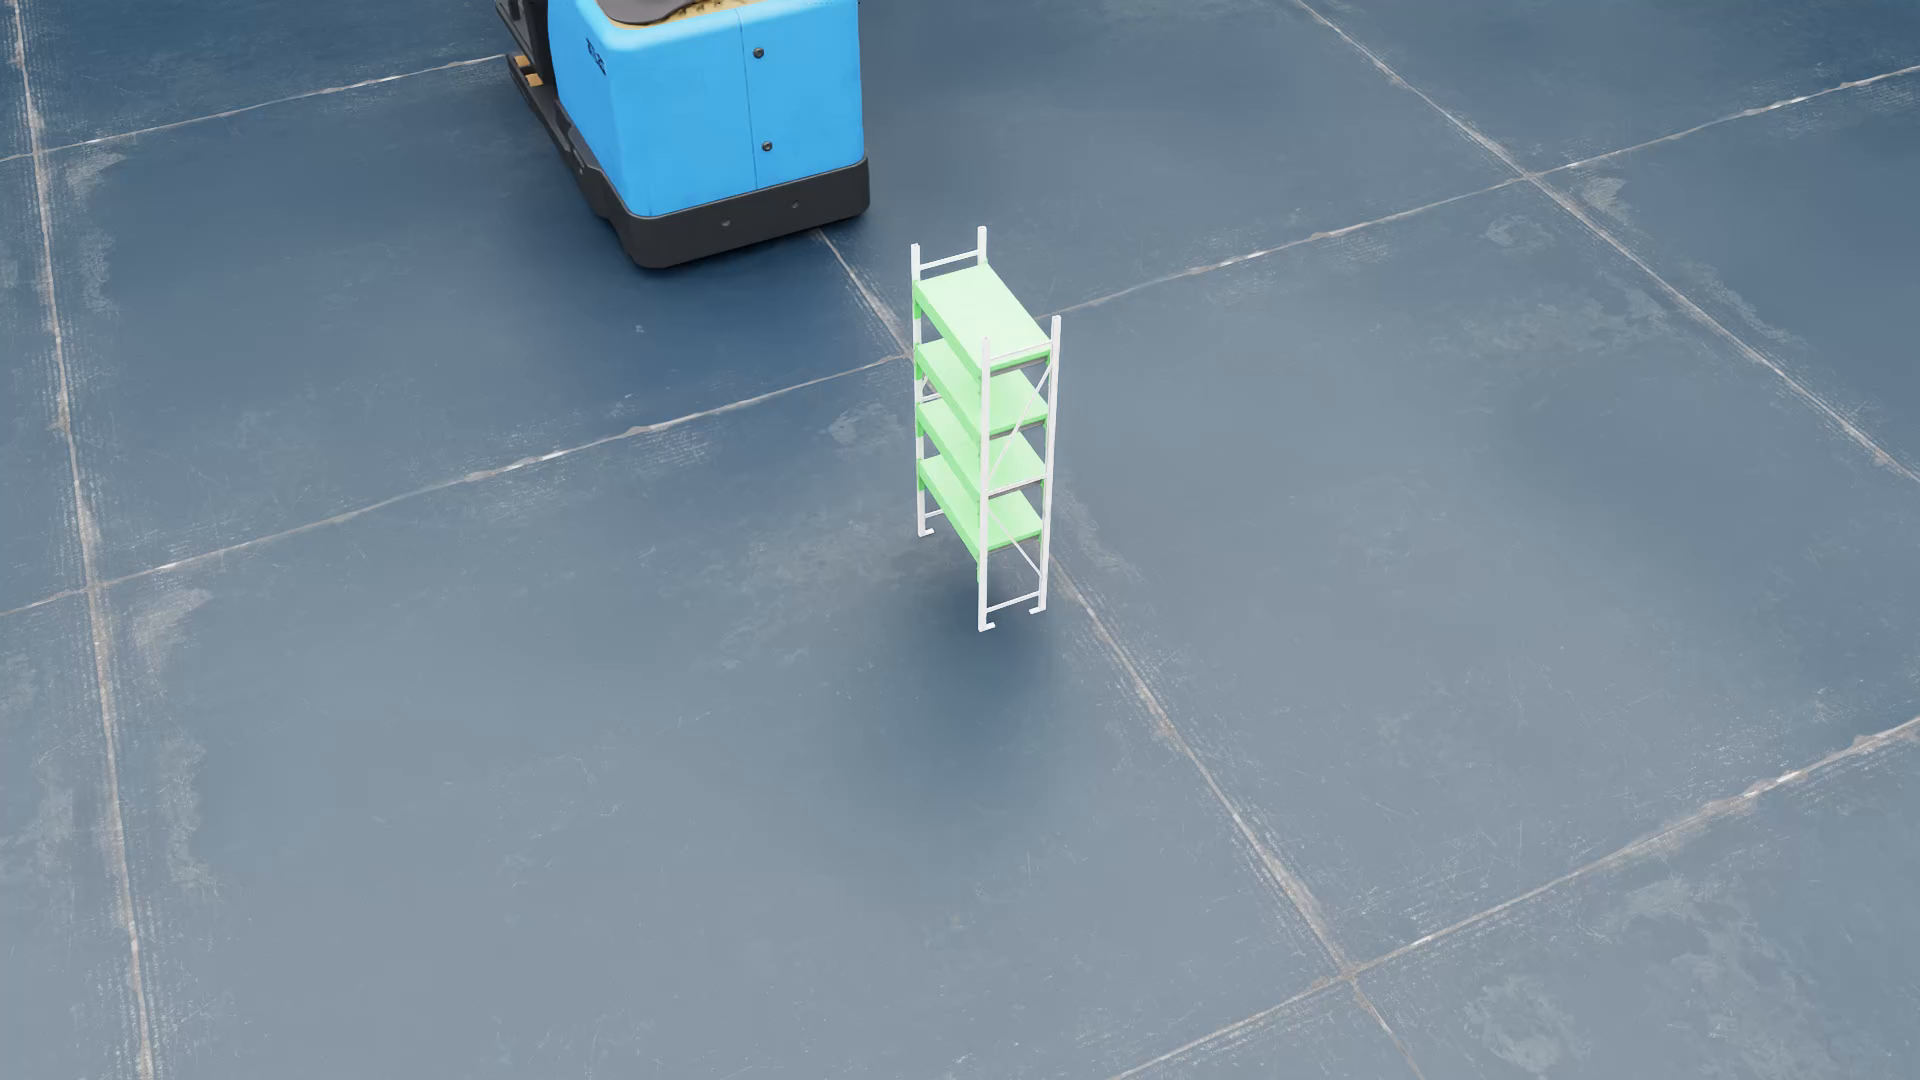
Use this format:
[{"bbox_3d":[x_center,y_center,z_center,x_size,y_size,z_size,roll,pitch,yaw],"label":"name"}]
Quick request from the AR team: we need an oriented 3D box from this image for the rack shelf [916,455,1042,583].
[{"bbox_3d":[0.070,-0.105,5.435,0.258,0.148,0.480,-18,47,-17],"label":"rack shelf"}]

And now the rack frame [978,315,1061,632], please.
[{"bbox_3d":[0.172,-0.166,5.064,0.240,1.200,0.015,-18,47,-17],"label":"rack frame"}]

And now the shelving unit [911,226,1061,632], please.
[{"bbox_3d":[0.070,-0.322,5.222,0.258,1.200,0.503,-18,47,-17],"label":"shelving unit"}]

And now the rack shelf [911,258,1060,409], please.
[{"bbox_3d":[0.070,-0.618,4.929,0.258,0.148,0.480,-18,47,-17],"label":"rack shelf"}]

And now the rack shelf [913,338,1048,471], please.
[{"bbox_3d":[0.070,-0.447,5.098,0.258,0.148,0.480,-18,47,-17],"label":"rack shelf"}]

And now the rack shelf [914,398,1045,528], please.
[{"bbox_3d":[0.070,-0.276,5.267,0.258,0.148,0.480,-18,47,-17],"label":"rack shelf"}]

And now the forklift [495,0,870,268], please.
[{"bbox_3d":[-1.491,-3.187,6.893,1.130,2.935,3.031,-19,48,-18],"label":"forklift"}]

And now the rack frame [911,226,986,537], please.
[{"bbox_3d":[-0.033,-0.477,5.379,0.240,1.200,0.015,-18,47,-17],"label":"rack frame"}]
